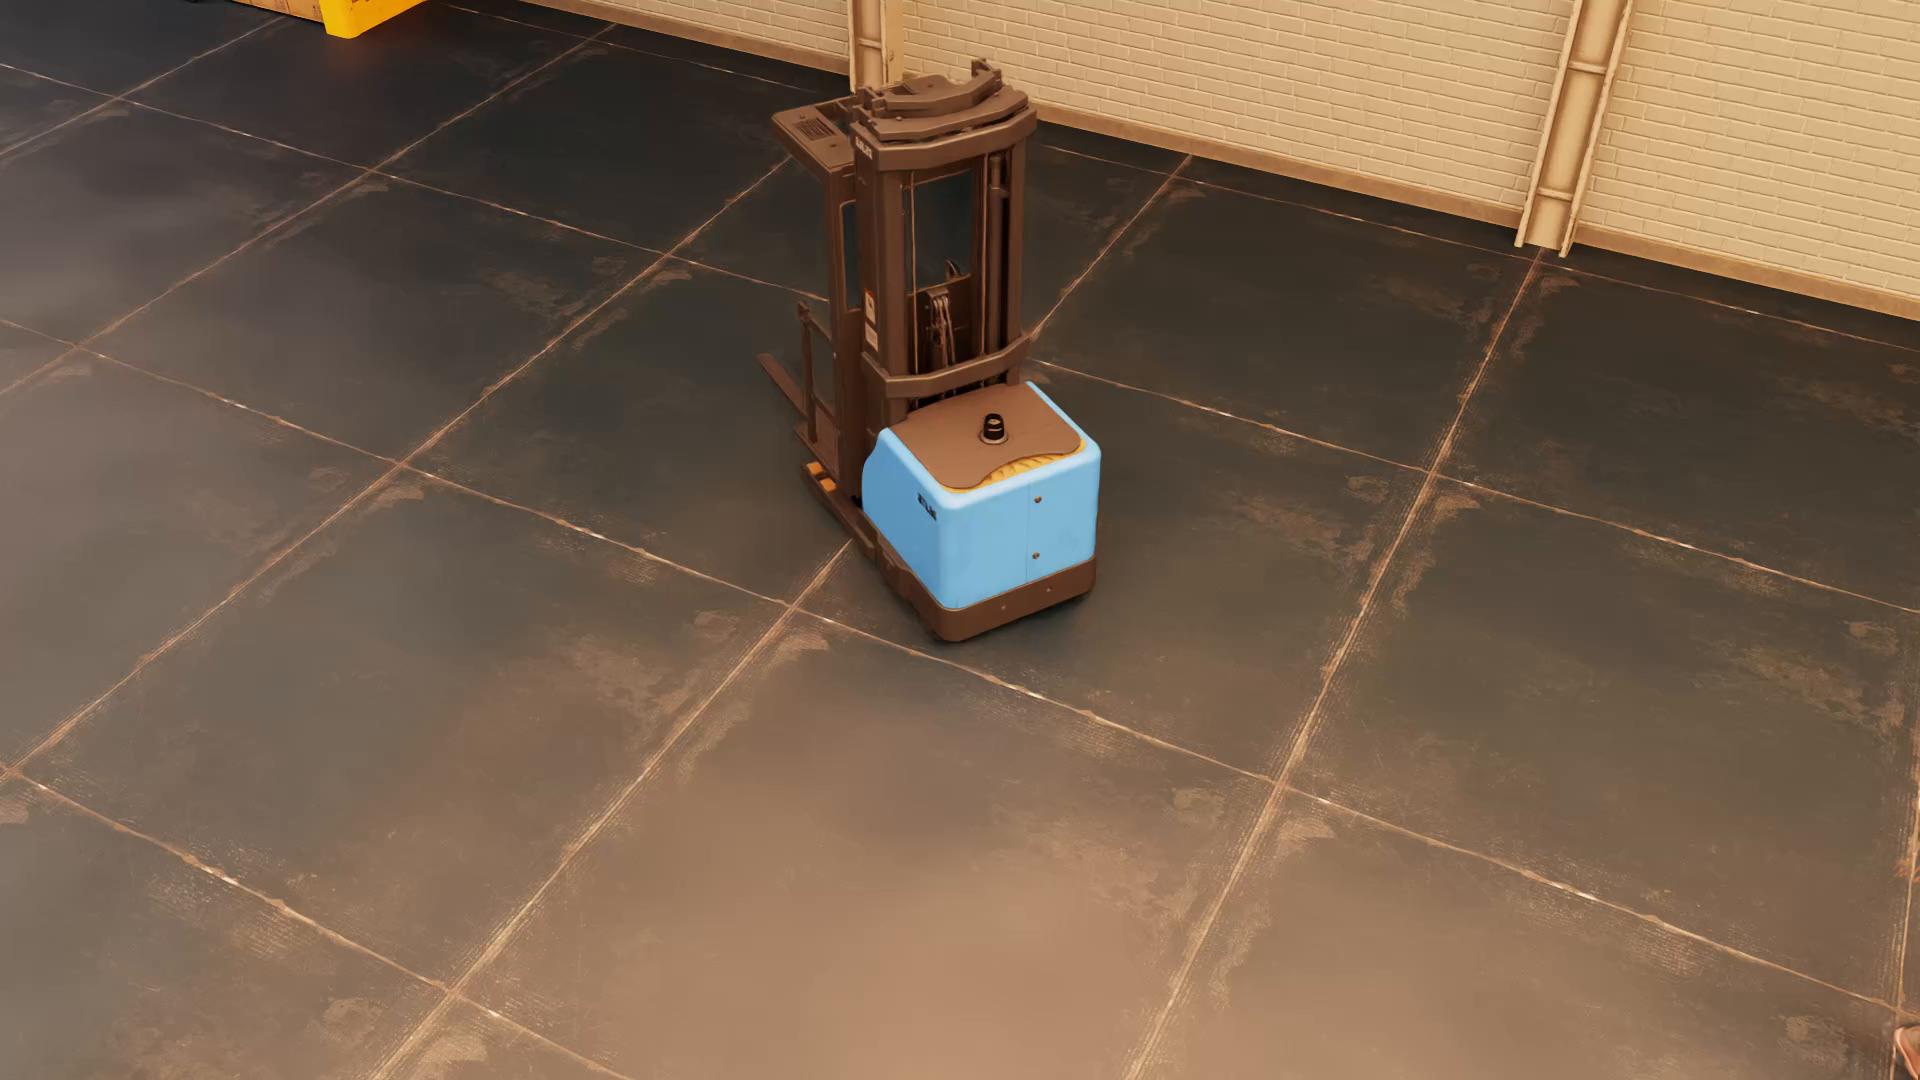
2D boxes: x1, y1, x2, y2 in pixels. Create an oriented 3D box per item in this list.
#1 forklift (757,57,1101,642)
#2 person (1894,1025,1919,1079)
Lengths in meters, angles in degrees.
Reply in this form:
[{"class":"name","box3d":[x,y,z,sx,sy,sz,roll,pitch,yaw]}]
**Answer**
[{"class":"forklift","box3d":[-0.363,-1.478,9.741,1.130,2.935,3.031,-20,44,-22]},{"class":"person","box3d":[4.434,1.688,7.007,0.440,1.629,0.687,25,46,27]}]
